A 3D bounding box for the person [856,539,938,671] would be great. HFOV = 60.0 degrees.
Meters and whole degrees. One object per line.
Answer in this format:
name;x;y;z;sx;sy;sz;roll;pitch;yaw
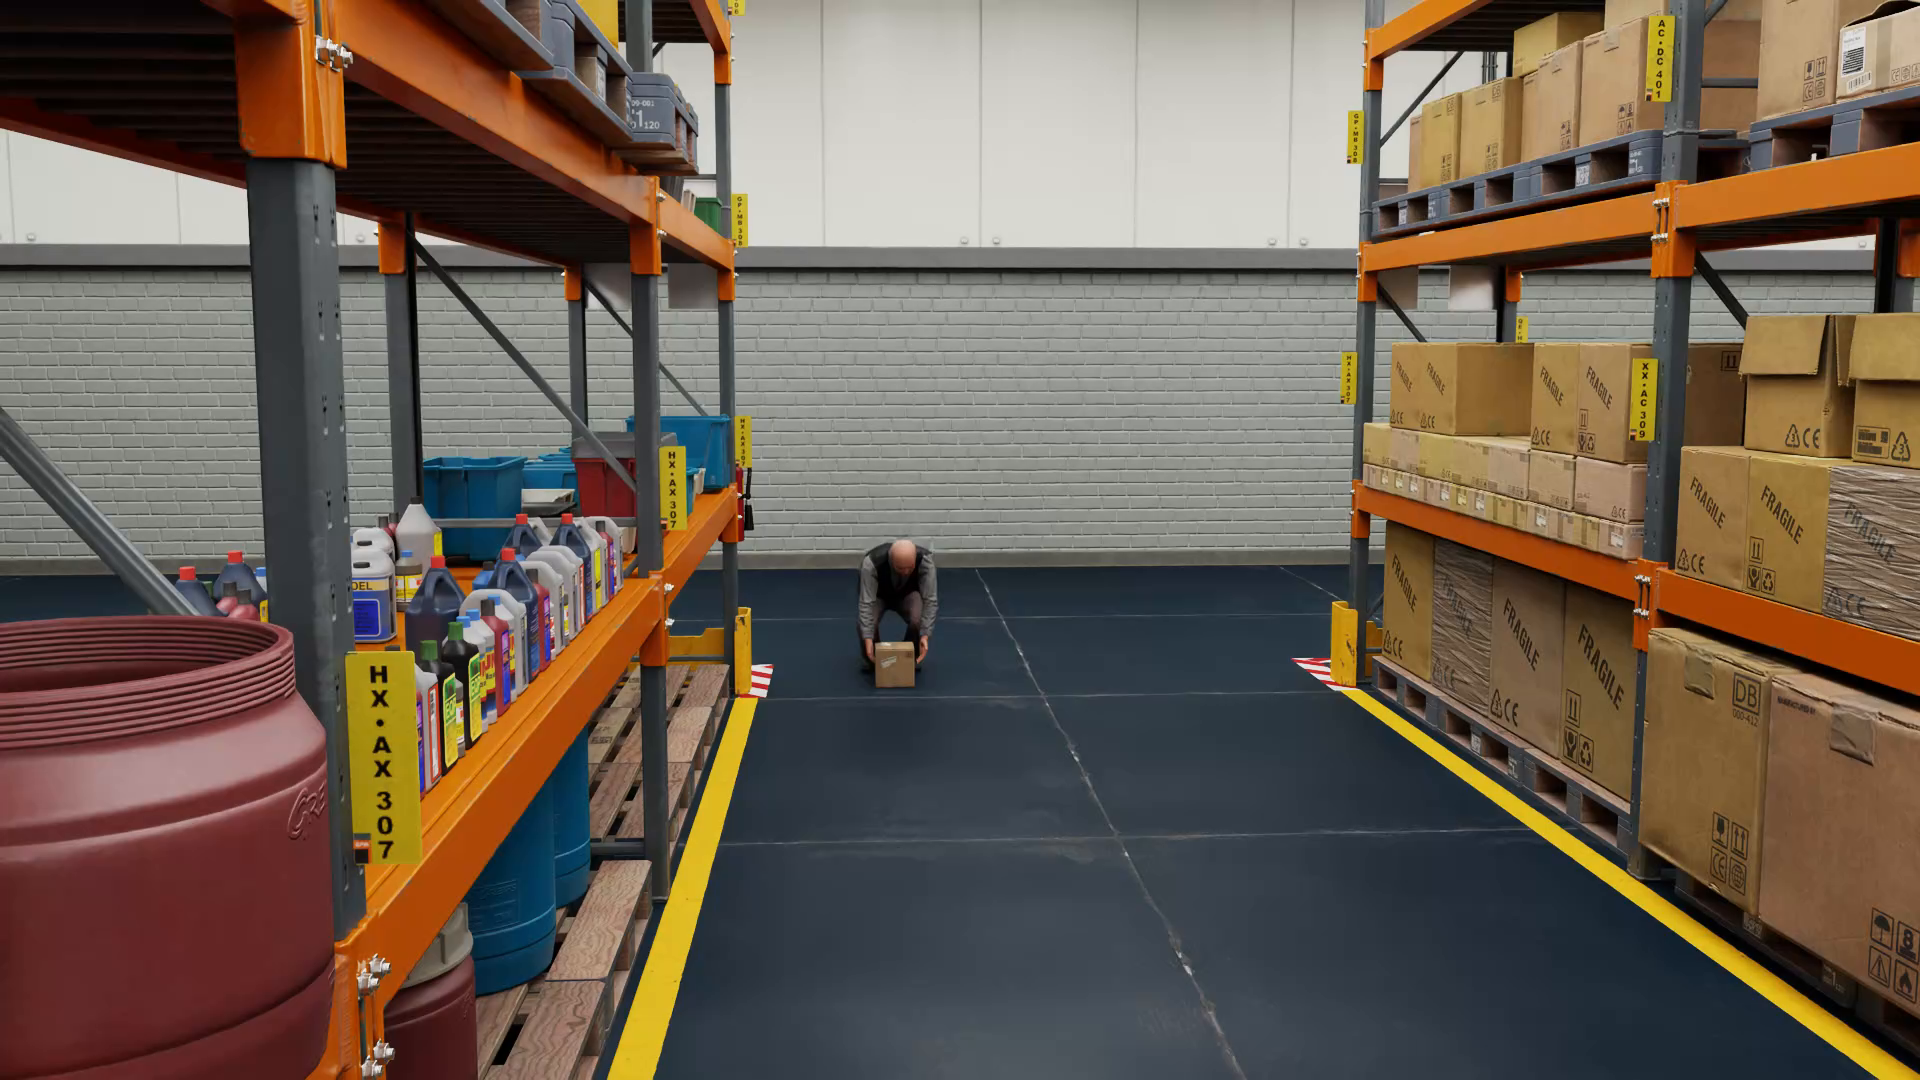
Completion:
person;-0.426;0.424;11.105;0.544;0.942;0.869;0;7;-4
